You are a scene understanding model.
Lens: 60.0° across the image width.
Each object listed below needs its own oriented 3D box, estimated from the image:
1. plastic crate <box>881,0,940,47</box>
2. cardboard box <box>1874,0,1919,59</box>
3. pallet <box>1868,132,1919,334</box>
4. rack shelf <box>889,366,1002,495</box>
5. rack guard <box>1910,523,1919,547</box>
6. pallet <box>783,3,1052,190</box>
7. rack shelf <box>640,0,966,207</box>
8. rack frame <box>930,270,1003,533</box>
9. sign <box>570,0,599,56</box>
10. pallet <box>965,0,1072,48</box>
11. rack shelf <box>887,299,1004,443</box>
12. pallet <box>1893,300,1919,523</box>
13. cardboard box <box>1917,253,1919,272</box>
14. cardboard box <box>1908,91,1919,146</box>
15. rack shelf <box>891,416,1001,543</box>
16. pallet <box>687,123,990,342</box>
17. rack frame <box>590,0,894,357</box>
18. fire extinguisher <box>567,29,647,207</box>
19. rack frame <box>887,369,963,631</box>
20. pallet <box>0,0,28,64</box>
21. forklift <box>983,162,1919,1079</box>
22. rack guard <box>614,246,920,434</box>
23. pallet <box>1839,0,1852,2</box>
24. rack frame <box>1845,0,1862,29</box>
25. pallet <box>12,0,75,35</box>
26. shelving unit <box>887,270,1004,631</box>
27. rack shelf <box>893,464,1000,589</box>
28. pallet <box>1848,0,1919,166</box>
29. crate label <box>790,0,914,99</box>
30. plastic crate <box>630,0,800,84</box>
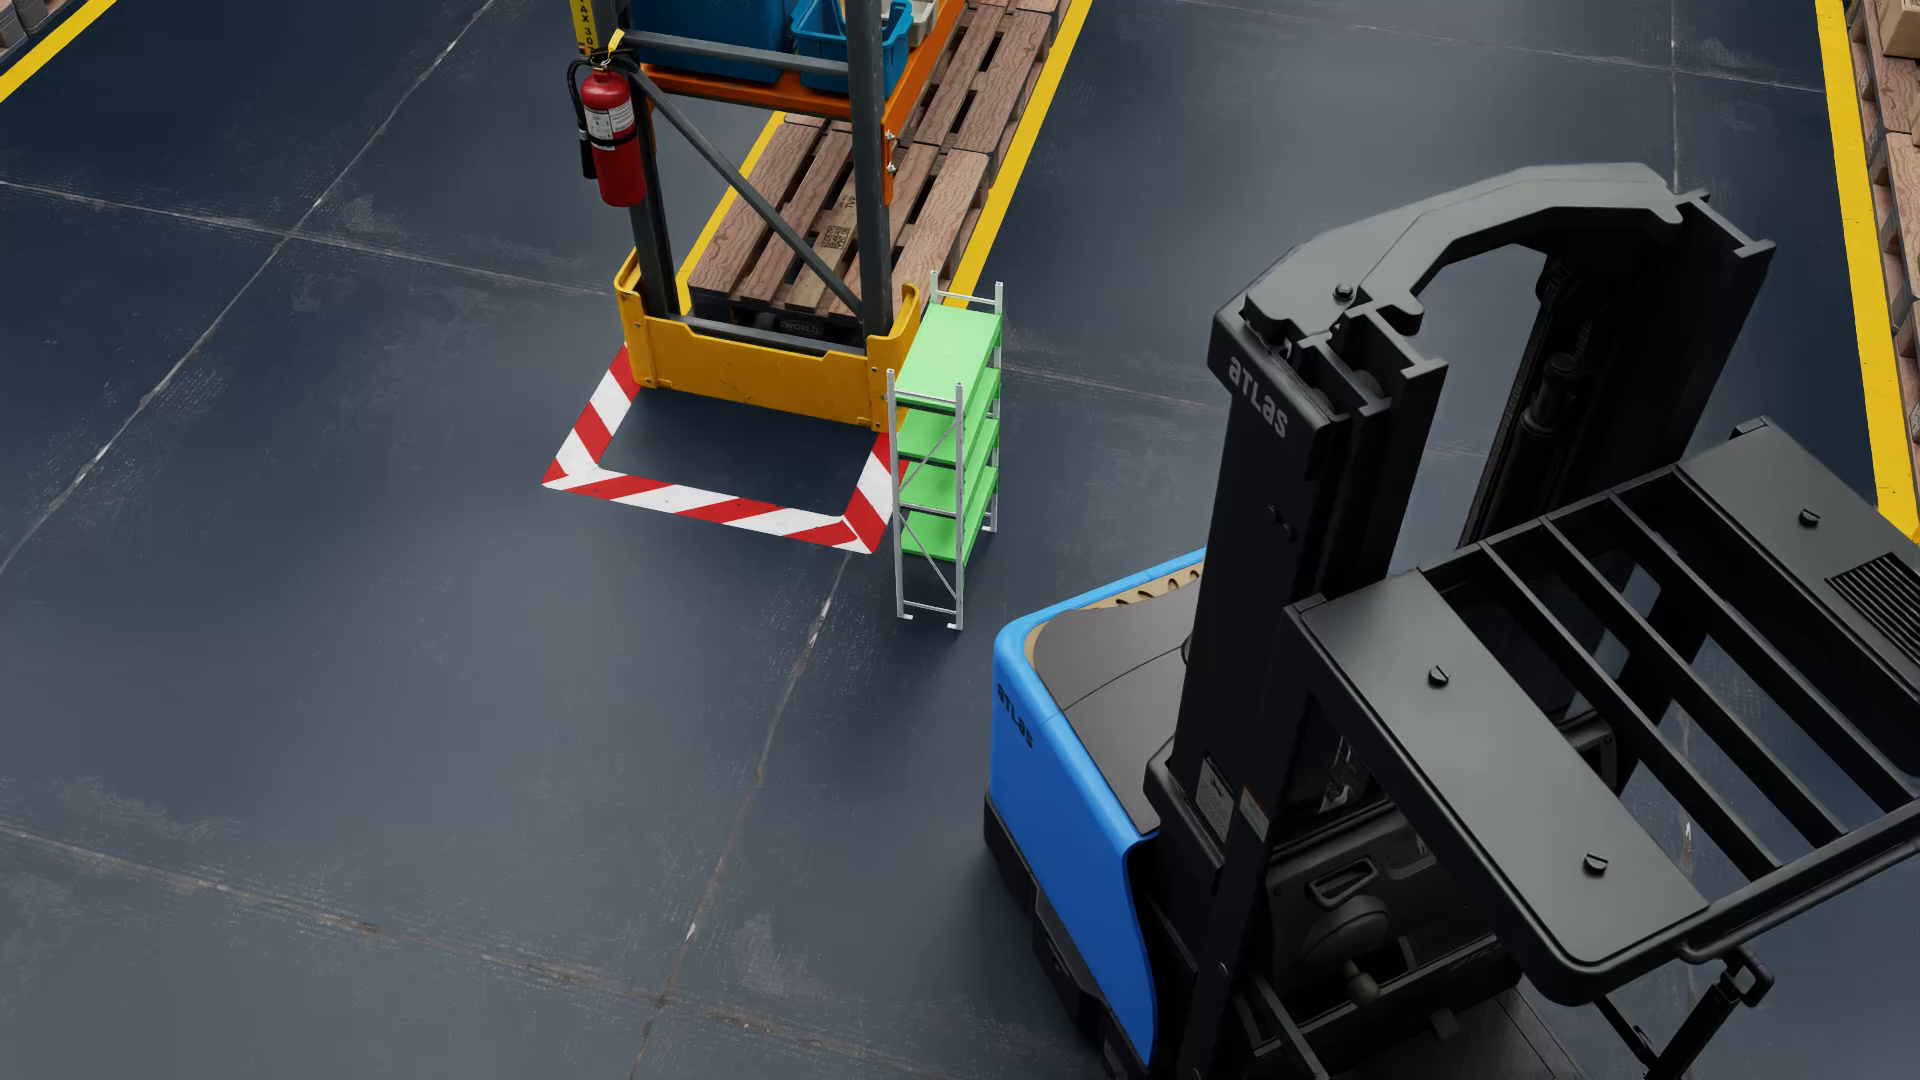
[{"bbox_3d":[-0.211,-1.926,6.085,0.250,0.136,0.298,12,50,10],"label":"plastic crate"},{"bbox_3d":[4.753,-2.572,8.019,0.500,0.311,0.500,12,50,10],"label":"cardboard box"},{"bbox_3d":[4.572,-1.272,7.232,1.003,0.211,1.213,12,50,10],"label":"pallet"},{"bbox_3d":[-0.044,-0.394,5.562,0.258,0.148,0.480,12,50,10],"label":"rack shelf"},{"bbox_3d":[4.040,0.089,5.838,1.175,0.500,0.348,12,50,10],"label":"rack guard"},{"bbox_3d":[-0.180,-2.210,8.059,1.003,0.211,1.213,12,50,10],"label":"pallet"},{"bbox_3d":[-0.232,-2.872,7.264,1.077,0.370,4.000,12,50,10],"label":"rack shelf"},{"bbox_3d":[0.021,-0.454,5.850,0.240,1.200,0.015,12,50,10],"label":"rack frame"},{"bbox_3d":[-1.293,-1.815,5.742,0.100,0.325,0.005,12,50,10],"label":"sign"},{"bbox_3d":[0.139,-3.095,8.841,1.003,0.211,1.213,12,50,10],"label":"pallet"},{"bbox_3d":[-0.044,-0.553,5.383,0.258,0.148,0.480,12,50,10],"label":"rack shelf"},{"bbox_3d":[4.249,-0.393,6.456,1.003,0.211,1.213,12,50,10],"label":"pallet"},{"bbox_3d":[4.204,-1.042,6.710,0.500,0.250,0.500,12,50,10],"label":"cardboard box"},{"bbox_3d":[4.535,-1.896,7.519,0.380,0.166,0.250,12,50,10],"label":"cardboard box"},{"bbox_3d":[-0.044,-0.235,5.742,0.258,0.148,0.480,12,50,10],"label":"rack shelf"},{"bbox_3d":[-0.503,-1.330,7.283,1.003,0.211,1.213,12,50,10],"label":"pallet"},{"bbox_3d":[-0.758,-1.664,5.718,1.000,3.000,0.127,12,50,10],"label":"rack frame"},{"bbox_3d":[-1.236,-1.495,5.869,0.296,0.674,0.183,12,50,10],"label":"fire extinguisher"},{"bbox_3d":[-0.108,-0.101,5.539,0.240,1.200,0.015,12,50,10],"label":"rack frame"},{"bbox_3d":[-5.401,-2.312,8.150,1.003,0.211,1.213,12,50,10],"label":"pallet"},{"bbox_3d":[1.171,0.824,3.568,1.130,2.935,3.031,-20,52,-17],"label":"forklift"},{"bbox_3d":[-0.752,-0.817,6.637,1.175,0.500,0.348,12,50,10],"label":"rack guard"},{"bbox_3d":[5.250,-3.250,8.978,1.003,0.211,1.213,12,50,10],"label":"pallet"},{"bbox_3d":[5.073,-3.577,7.406,1.000,3.000,0.127,12,50,10],"label":"rack frame"},{"bbox_3d":[-5.078,-3.192,8.926,1.003,0.211,1.213,12,50,10],"label":"pallet"},{"bbox_3d":[-0.044,-0.277,5.694,0.258,1.200,0.503,12,50,10],"label":"shelving unit"},{"bbox_3d":[-0.044,-0.076,5.922,0.258,0.148,0.480,12,50,10],"label":"rack shelf"},{"bbox_3d":[4.891,-2.157,8.014,1.003,0.211,1.213,12,50,10],"label":"pallet"},{"bbox_3d":[-0.375,-1.742,5.858,0.416,0.233,0.303,12,50,10],"label":"crate label"},{"bbox_3d":[-0.850,-1.974,5.928,0.616,0.435,0.499,12,50,10],"label":"plastic crate"}]
